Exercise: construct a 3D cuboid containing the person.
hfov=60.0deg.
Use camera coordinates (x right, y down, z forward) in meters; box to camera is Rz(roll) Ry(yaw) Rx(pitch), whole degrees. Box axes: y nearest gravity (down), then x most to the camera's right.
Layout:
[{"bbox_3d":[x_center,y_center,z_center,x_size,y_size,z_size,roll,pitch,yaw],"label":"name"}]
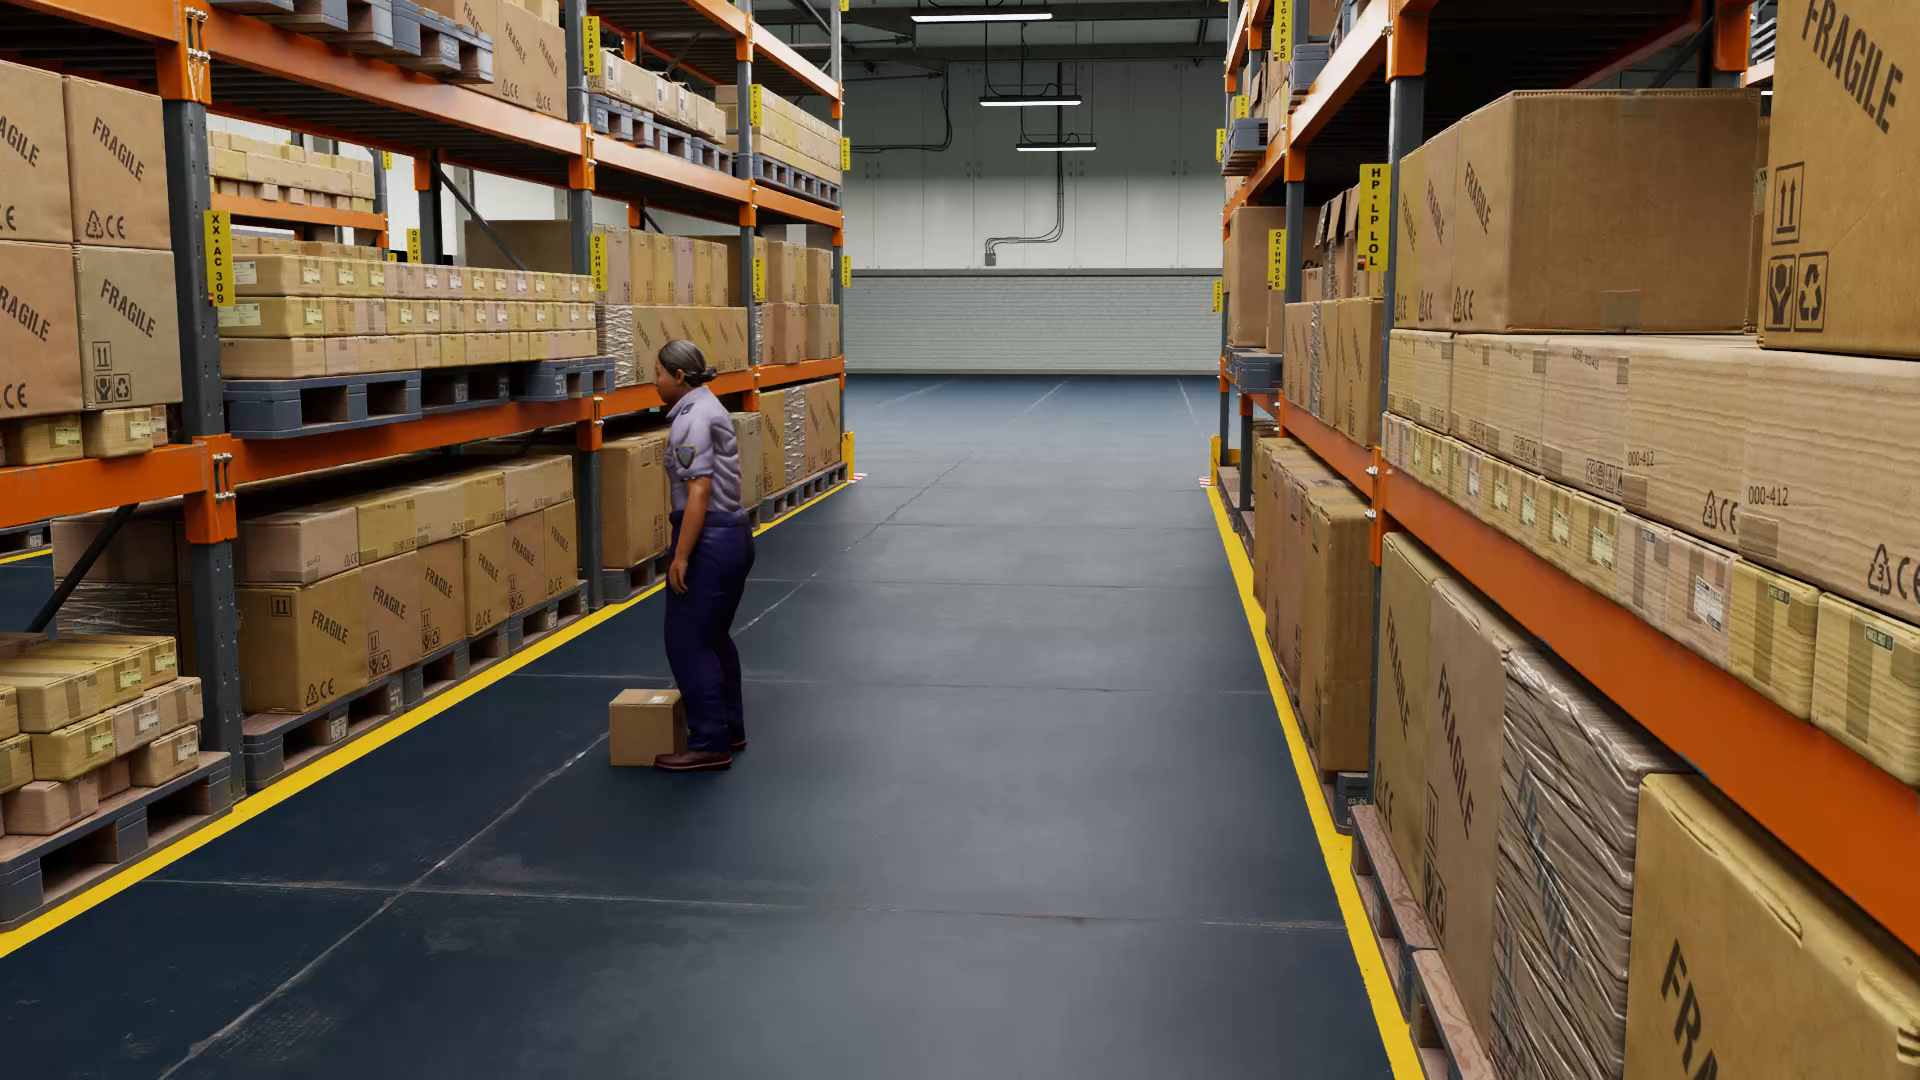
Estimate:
[{"bbox_3d":[-1.011,0.049,6.466,0.331,1.652,0.557,1,8,4],"label":"person"}]
